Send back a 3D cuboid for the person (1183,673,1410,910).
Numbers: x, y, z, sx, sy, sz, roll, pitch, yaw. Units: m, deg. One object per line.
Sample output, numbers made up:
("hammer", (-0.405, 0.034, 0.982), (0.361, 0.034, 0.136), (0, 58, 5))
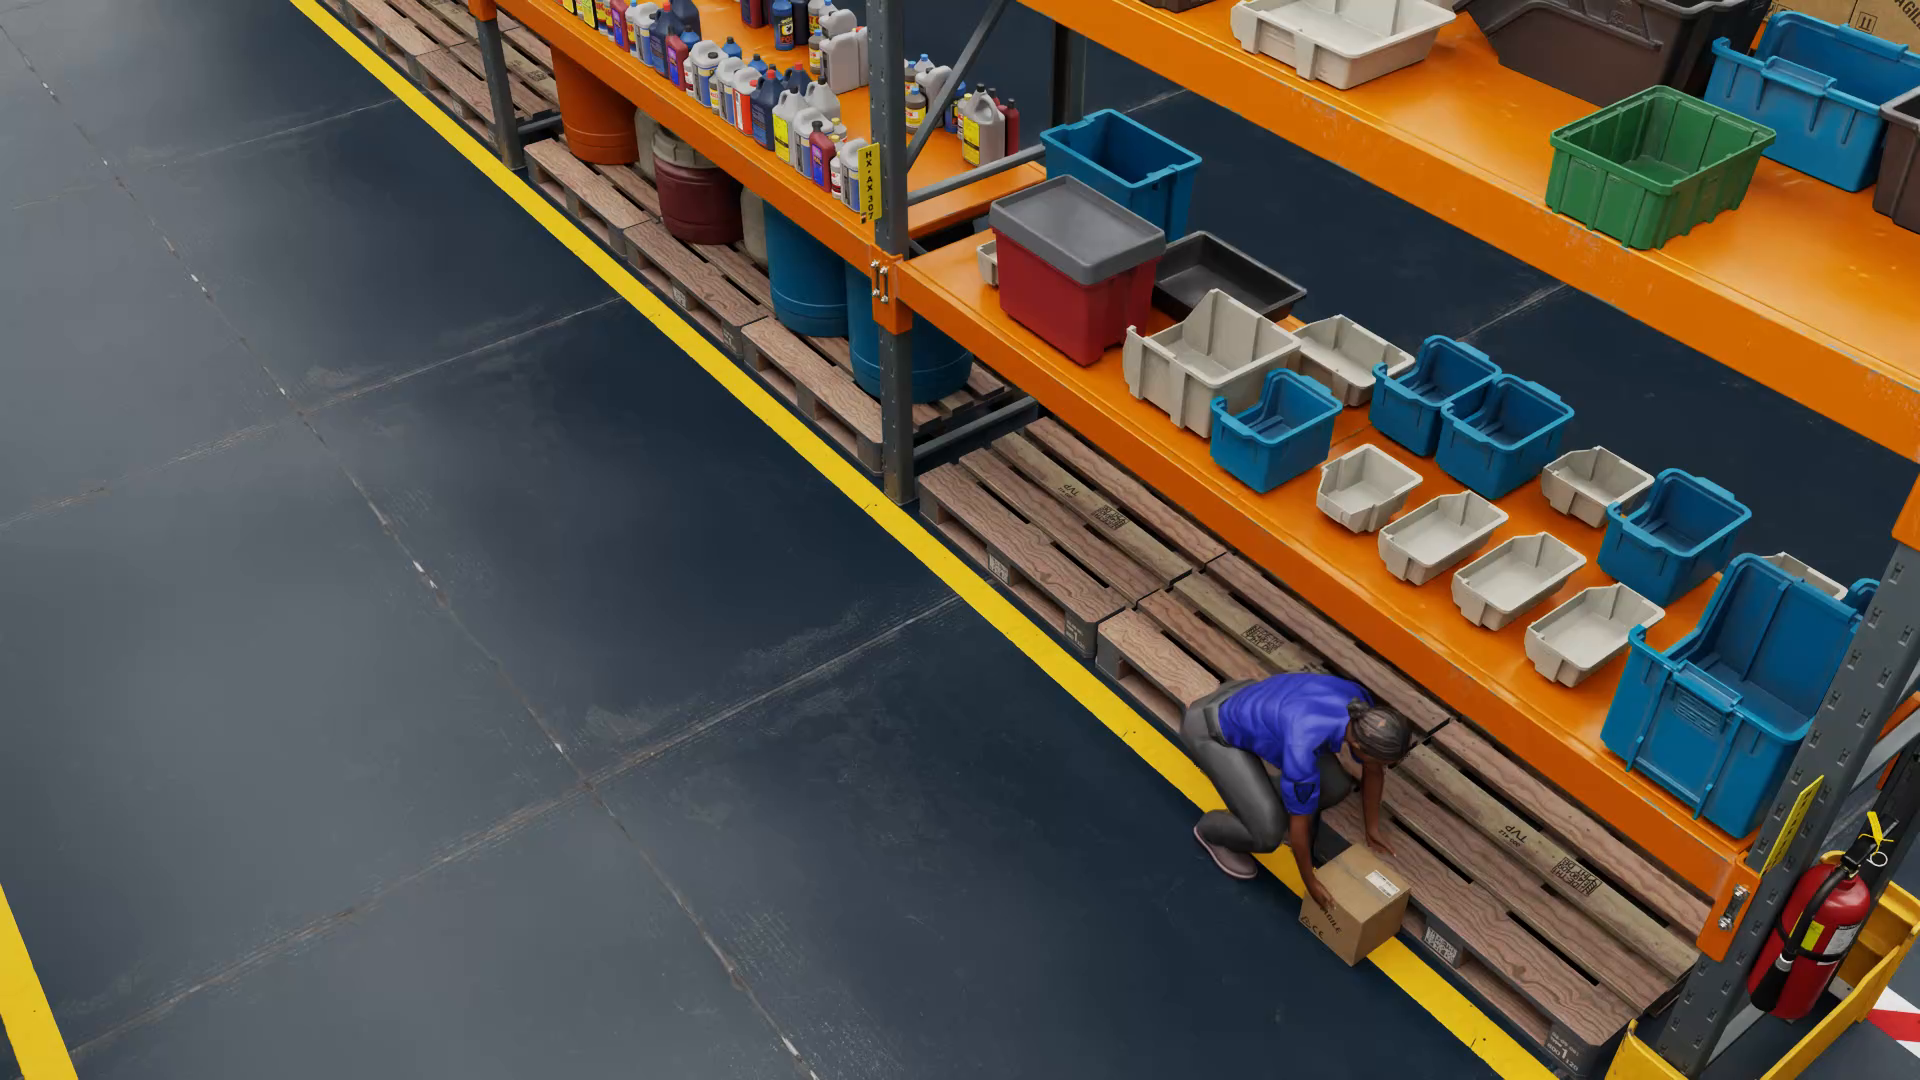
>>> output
("person", (1.154, 0.790, 5.784), (0.485, 0.954, 0.795), (-27, 47, -28))
